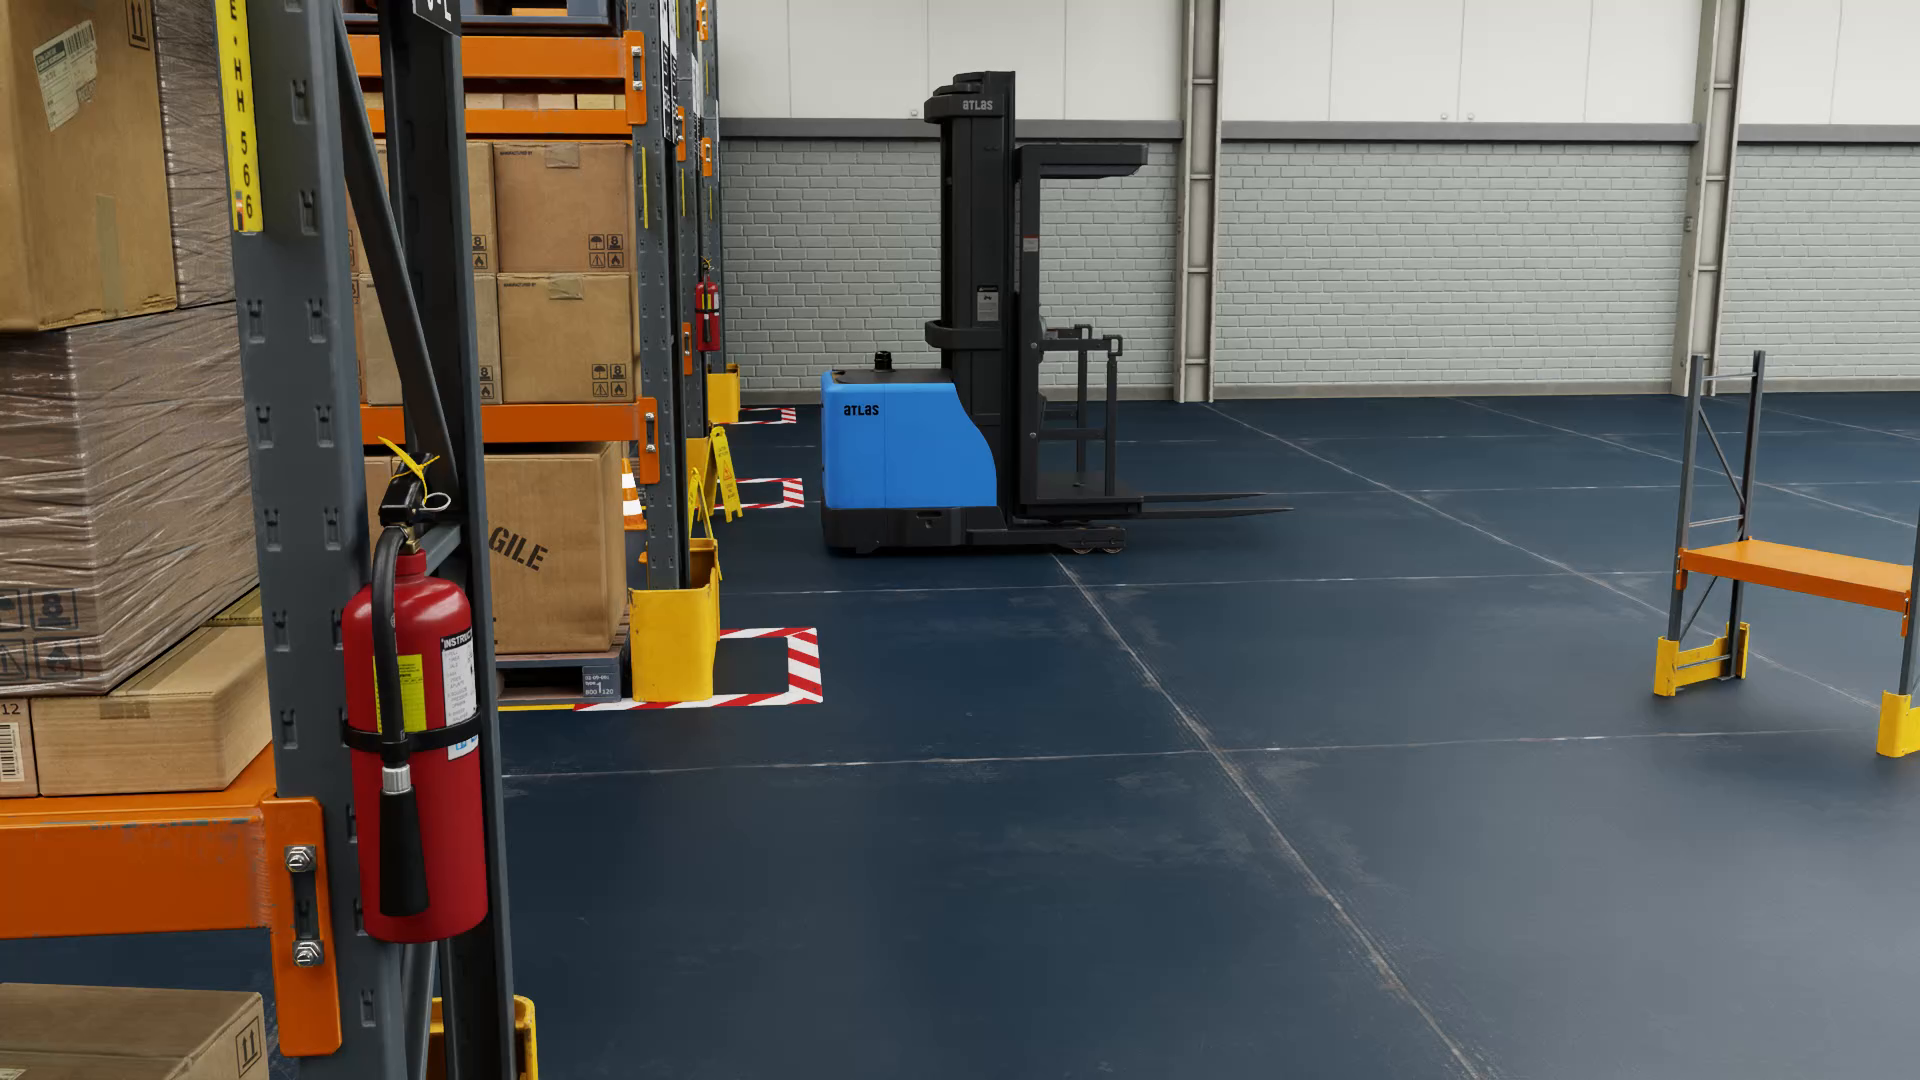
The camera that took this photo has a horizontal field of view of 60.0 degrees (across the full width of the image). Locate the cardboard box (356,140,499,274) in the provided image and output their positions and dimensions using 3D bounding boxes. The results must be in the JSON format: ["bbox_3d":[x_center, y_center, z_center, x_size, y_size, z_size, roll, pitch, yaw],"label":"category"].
[{"bbox_3d":[-2.257,-1.449,7.275,0.550,0.550,0.875,-1,11,-6],"label":"cardboard box"}]

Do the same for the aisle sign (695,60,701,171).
[{"bbox_3d":[-1.954,-3.159,12.419,0.004,0.787,0.394,-1,11,-6],"label":"aisle sign"}]

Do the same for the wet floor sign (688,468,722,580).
[{"bbox_3d":[-1.532,-0.100,9.705,0.232,0.644,0.267,-3,12,-16],"label":"wet floor sign"}]

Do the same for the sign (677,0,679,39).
[{"bbox_3d":[-1.942,-3.622,11.443,0.005,0.325,0.100,-1,11,-6],"label":"sign"}]

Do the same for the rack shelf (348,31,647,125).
[{"bbox_3d":[-3.335,-1.952,7.111,4.000,0.370,1.077,-1,11,-6],"label":"rack shelf"}]

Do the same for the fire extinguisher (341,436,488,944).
[{"bbox_3d":[-0.748,0.202,2.264,0.183,0.674,0.296,-1,11,-6],"label":"fire extinguisher"}]

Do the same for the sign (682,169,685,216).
[{"bbox_3d":[-1.942,-2.439,11.675,0.005,0.325,0.100,-1,11,-6],"label":"sign"}]

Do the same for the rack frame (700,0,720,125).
[{"bbox_3d":[-2.522,-5.718,16.624,0.127,3.000,1.000,-1,11,-6],"label":"rack frame"}]

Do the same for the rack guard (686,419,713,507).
[{"bbox_3d":[-2.058,-0.594,12.594,0.348,0.500,1.175,-1,11,-6],"label":"rack guard"}]

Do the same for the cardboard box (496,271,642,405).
[{"bbox_3d":[-1.711,-0.932,7.445,0.550,0.550,0.875,-1,11,-6],"label":"cardboard box"}]

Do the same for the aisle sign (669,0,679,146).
[{"bbox_3d":[-1.309,-2.210,7.592,0.004,0.787,0.394,-1,11,-6],"label":"aisle sign"}]

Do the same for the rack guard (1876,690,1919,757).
[{"bbox_3d":[3.890,0.695,6.684,0.587,0.250,0.087,-7,13,-32],"label":"rack guard"}]

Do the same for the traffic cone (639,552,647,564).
[{"bbox_3d":[-1.812,-0.115,10.255,0.334,0.463,0.336,-1,11,-6],"label":"traffic cone"}]

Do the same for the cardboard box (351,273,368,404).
[{"bbox_3d":[-2.826,-0.929,7.429,0.550,0.550,0.875,-1,11,-6],"label":"cardboard box"}]

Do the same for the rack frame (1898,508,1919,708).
[{"bbox_3d":[3.900,0.085,6.547,0.500,1.500,0.032,-7,13,-32],"label":"rack frame"}]

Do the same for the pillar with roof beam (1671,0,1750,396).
[{"bbox_3d":[9.083,-5.300,14.501,0.400,9.000,9.100,-1,11,-6],"label":"pillar with roof beam"}]

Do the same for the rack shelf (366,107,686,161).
[{"bbox_3d":[-3.970,-2.899,11.929,4.000,0.370,1.077,-1,11,-6],"label":"rack shelf"}]

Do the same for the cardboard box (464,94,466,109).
[{"bbox_3d":[-3.583,-3.088,11.677,0.250,0.149,0.380,-2,11,-8],"label":"cardboard box"}]

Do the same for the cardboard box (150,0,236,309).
[{"bbox_3d":[-1.488,-0.648,2.767,0.500,0.500,0.500,-1,11,-6],"label":"cardboard box"}]

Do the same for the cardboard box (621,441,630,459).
[{"bbox_3d":[-2.814,-0.715,12.770,0.500,0.250,0.500,-1,11,-7],"label":"cardboard box"}]

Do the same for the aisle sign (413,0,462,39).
[{"bbox_3d":[-0.883,-1.256,2.742,0.004,0.787,0.394,-1,11,-6],"label":"aisle sign"}]

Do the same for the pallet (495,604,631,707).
[{"bbox_3d":[-2.133,0.525,7.651,1.213,0.211,1.003,-1,11,-6],"label":"pallet"}]

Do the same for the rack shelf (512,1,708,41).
[{"bbox_3d":[-4.510,-5.127,16.520,4.000,0.370,1.077,-1,11,-6],"label":"rack shelf"}]

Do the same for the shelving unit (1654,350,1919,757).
[{"bbox_3d":[3.621,0.001,6.975,0.587,1.500,1.083,-7,13,-32],"label":"shelving unit"}]

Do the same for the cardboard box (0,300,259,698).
[{"bbox_3d":[-1.462,-0.111,2.624,0.500,0.500,0.875,-1,11,-6],"label":"cardboard box"}]

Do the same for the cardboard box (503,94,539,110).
[{"bbox_3d":[-3.077,-3.107,11.770,0.250,0.149,0.380,-1,11,-6],"label":"cardboard box"}]

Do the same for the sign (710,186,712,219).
[{"bbox_3d":[-2.477,-3.354,16.537,0.005,0.325,0.100,-1,11,-6],"label":"sign"}]

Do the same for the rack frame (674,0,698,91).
[{"bbox_3d":[-1.982,-4.766,11.782,0.127,3.000,1.000,-1,11,-6],"label":"rack frame"}]

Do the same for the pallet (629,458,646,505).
[{"bbox_3d":[-2.869,-0.442,12.570,1.213,0.211,1.003,-1,11,-6],"label":"pallet"}]

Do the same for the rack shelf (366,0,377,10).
[{"bbox_3d":[-2.900,-0.999,2.262,4.000,0.370,1.077,-1,11,-6],"label":"rack shelf"}]

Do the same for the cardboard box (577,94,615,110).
[{"bbox_3d":[-2.550,-3.098,11.727,0.250,0.149,0.380,-1,11,-6],"label":"cardboard box"}]

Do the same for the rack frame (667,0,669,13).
[{"bbox_3d":[-1.347,-3.819,6.964,0.127,3.000,1.000,-1,11,-6],"label":"rack frame"}]

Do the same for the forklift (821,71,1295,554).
[{"bbox_3d":[0.620,-1.451,10.653,3.031,2.935,1.130,-1,11,-6],"label":"forklift"}]

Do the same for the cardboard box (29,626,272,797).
[{"bbox_3d":[-1.173,0.247,2.487,0.250,0.149,0.380,-1,11,-6],"label":"cardboard box"}]

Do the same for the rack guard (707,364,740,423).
[{"bbox_3d":[-2.498,-1.548,17.446,0.348,0.500,1.175,-1,11,-6],"label":"rack guard"}]

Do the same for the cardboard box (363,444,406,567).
[{"bbox_3d":[-2.889,0.007,7.476,0.875,0.875,0.875,-1,11,-7],"label":"cardboard box"}]
